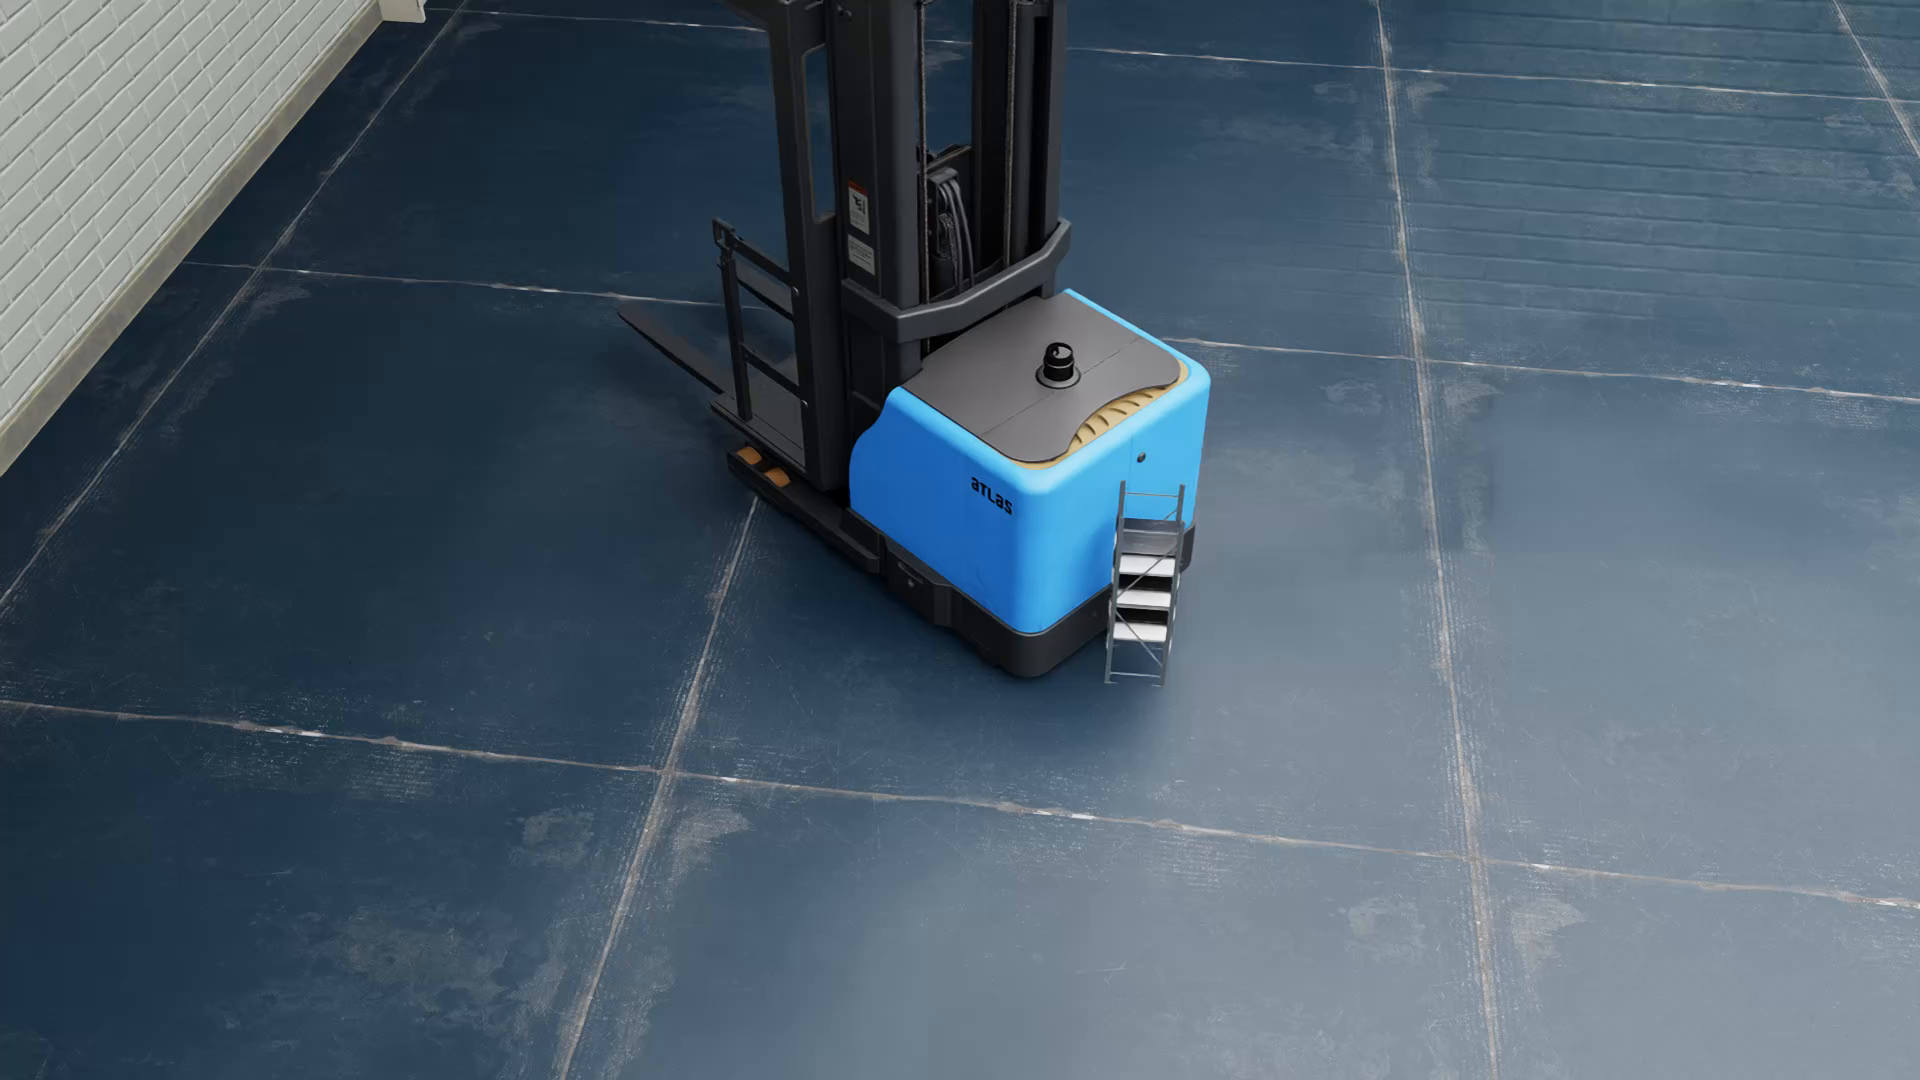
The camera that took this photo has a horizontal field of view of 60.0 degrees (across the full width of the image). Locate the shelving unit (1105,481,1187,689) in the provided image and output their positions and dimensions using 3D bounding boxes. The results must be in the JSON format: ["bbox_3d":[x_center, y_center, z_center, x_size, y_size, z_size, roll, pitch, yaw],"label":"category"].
[{"bbox_3d":[0.711,0.186,6.398,0.258,0.900,0.210,4,44,4],"label":"shelving unit"}]

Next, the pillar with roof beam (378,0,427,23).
[{"bbox_3d":[0.654,-6.384,7.447,9.100,9.000,0.400,5,44,6],"label":"pillar with roof beam"}]

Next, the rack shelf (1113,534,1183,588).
[{"bbox_3d":[0.711,0.080,6.297,0.258,0.077,0.200,4,44,4],"label":"rack shelf"}]

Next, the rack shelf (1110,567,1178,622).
[{"bbox_3d":[0.710,0.210,6.421,0.258,0.077,0.200,4,44,4],"label":"rack shelf"}]

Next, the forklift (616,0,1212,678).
[{"bbox_3d":[-0.394,-1.437,6.636,1.130,2.935,3.031,-33,53,-30],"label":"forklift"}]

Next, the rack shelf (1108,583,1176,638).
[{"bbox_3d":[0.710,0.275,6.483,0.258,0.077,0.200,4,44,4],"label":"rack shelf"}]

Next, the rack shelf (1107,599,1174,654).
[{"bbox_3d":[0.710,0.340,6.545,0.258,0.077,0.200,4,44,4],"label":"rack shelf"}]

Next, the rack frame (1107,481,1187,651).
[{"bbox_3d":[0.720,0.116,6.472,0.240,0.900,0.006,4,44,4],"label":"rack frame"}]

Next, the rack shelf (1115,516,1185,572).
[{"bbox_3d":[0.711,0.014,6.235,0.258,0.077,0.200,4,44,4],"label":"rack shelf"}]

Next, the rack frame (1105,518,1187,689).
[{"bbox_3d":[0.701,0.256,6.325,0.240,0.900,0.006,4,44,4],"label":"rack frame"}]

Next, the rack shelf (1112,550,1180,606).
[{"bbox_3d":[0.711,0.145,6.359,0.258,0.077,0.200,4,44,4],"label":"rack shelf"}]
